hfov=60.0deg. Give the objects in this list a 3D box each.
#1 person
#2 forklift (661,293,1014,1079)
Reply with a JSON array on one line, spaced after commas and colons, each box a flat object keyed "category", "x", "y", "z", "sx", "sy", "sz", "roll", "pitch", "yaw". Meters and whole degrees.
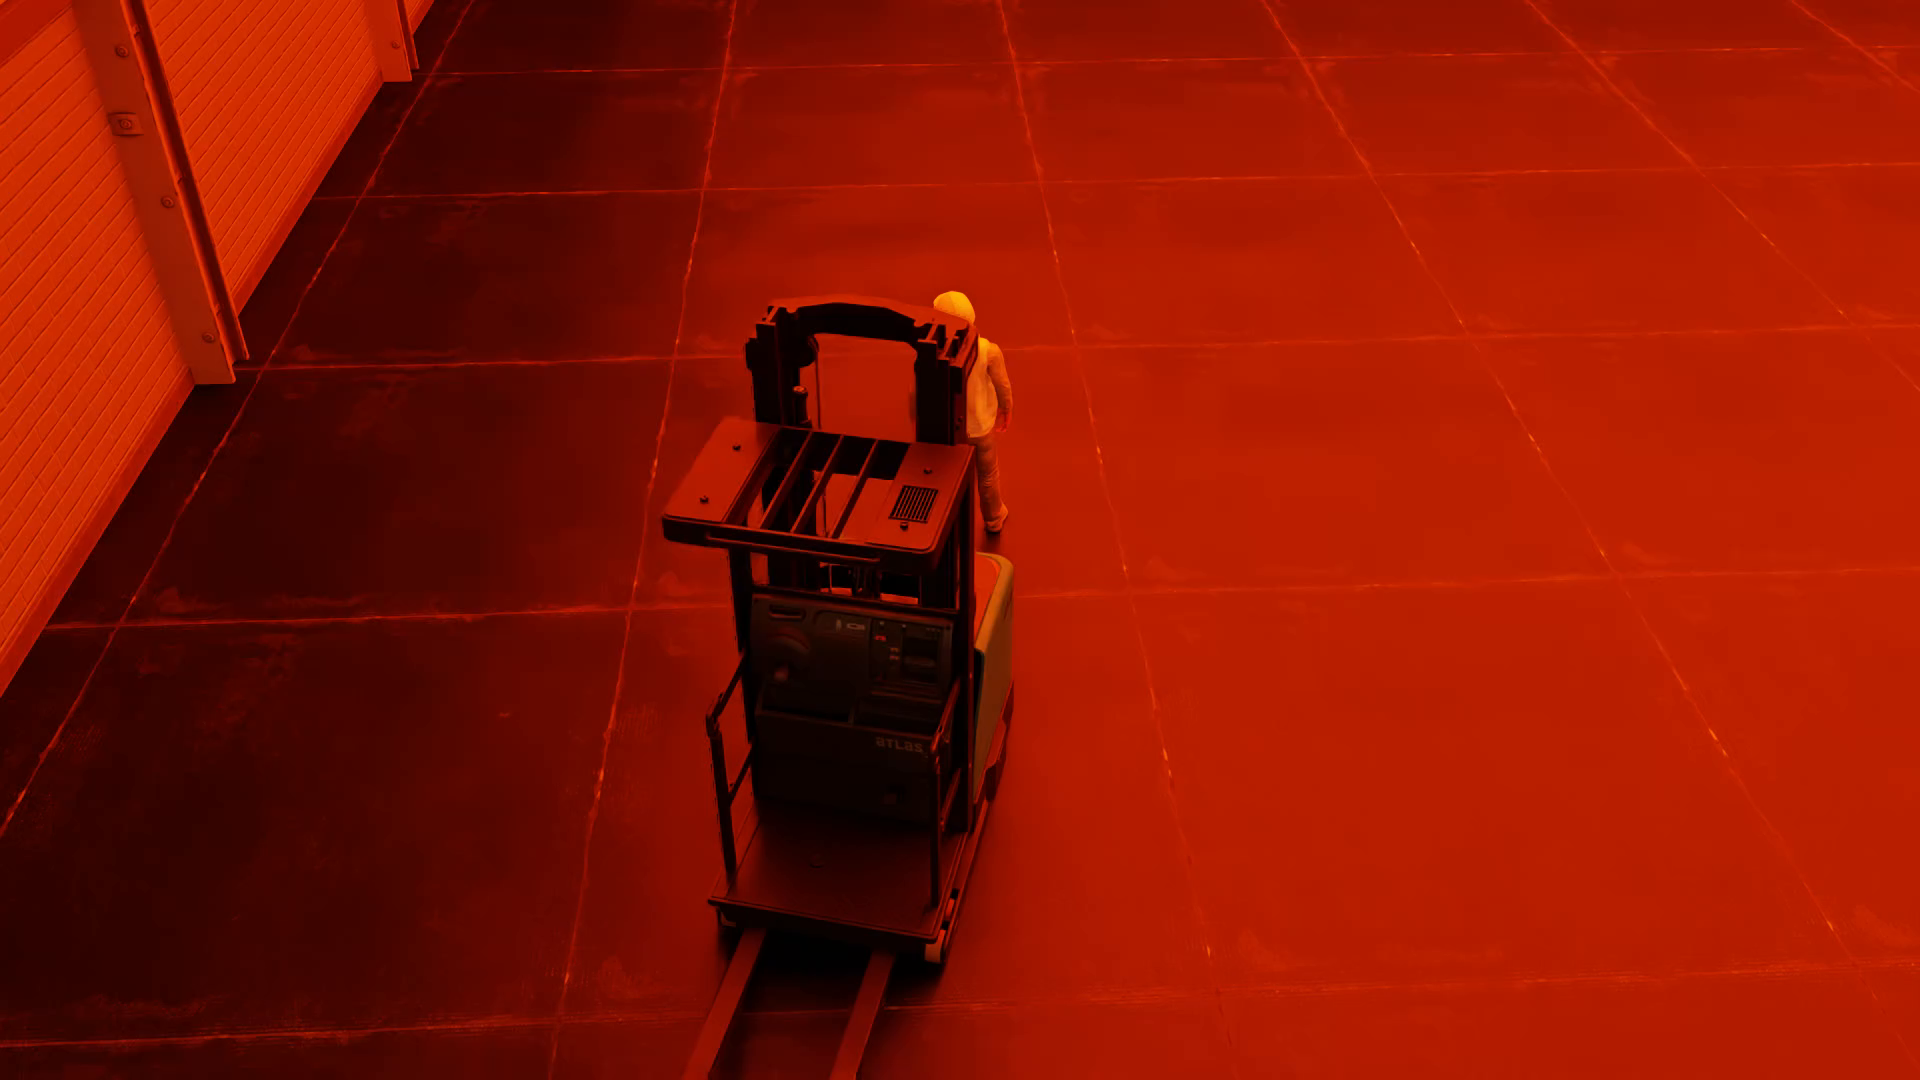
[{"category": "person", "x": 0.004, "y": -0.760, "z": 10.025, "sx": 0.633, "sy": 1.775, "sz": 0.566, "roll": -2, "pitch": 36, "yaw": -2}, {"category": "forklift", "x": -0.533, "y": 0.549, "z": 7.257, "sx": 1.130, "sy": 2.935, "sz": 3.031, "roll": 8, "pitch": 37, "yaw": 10}]
